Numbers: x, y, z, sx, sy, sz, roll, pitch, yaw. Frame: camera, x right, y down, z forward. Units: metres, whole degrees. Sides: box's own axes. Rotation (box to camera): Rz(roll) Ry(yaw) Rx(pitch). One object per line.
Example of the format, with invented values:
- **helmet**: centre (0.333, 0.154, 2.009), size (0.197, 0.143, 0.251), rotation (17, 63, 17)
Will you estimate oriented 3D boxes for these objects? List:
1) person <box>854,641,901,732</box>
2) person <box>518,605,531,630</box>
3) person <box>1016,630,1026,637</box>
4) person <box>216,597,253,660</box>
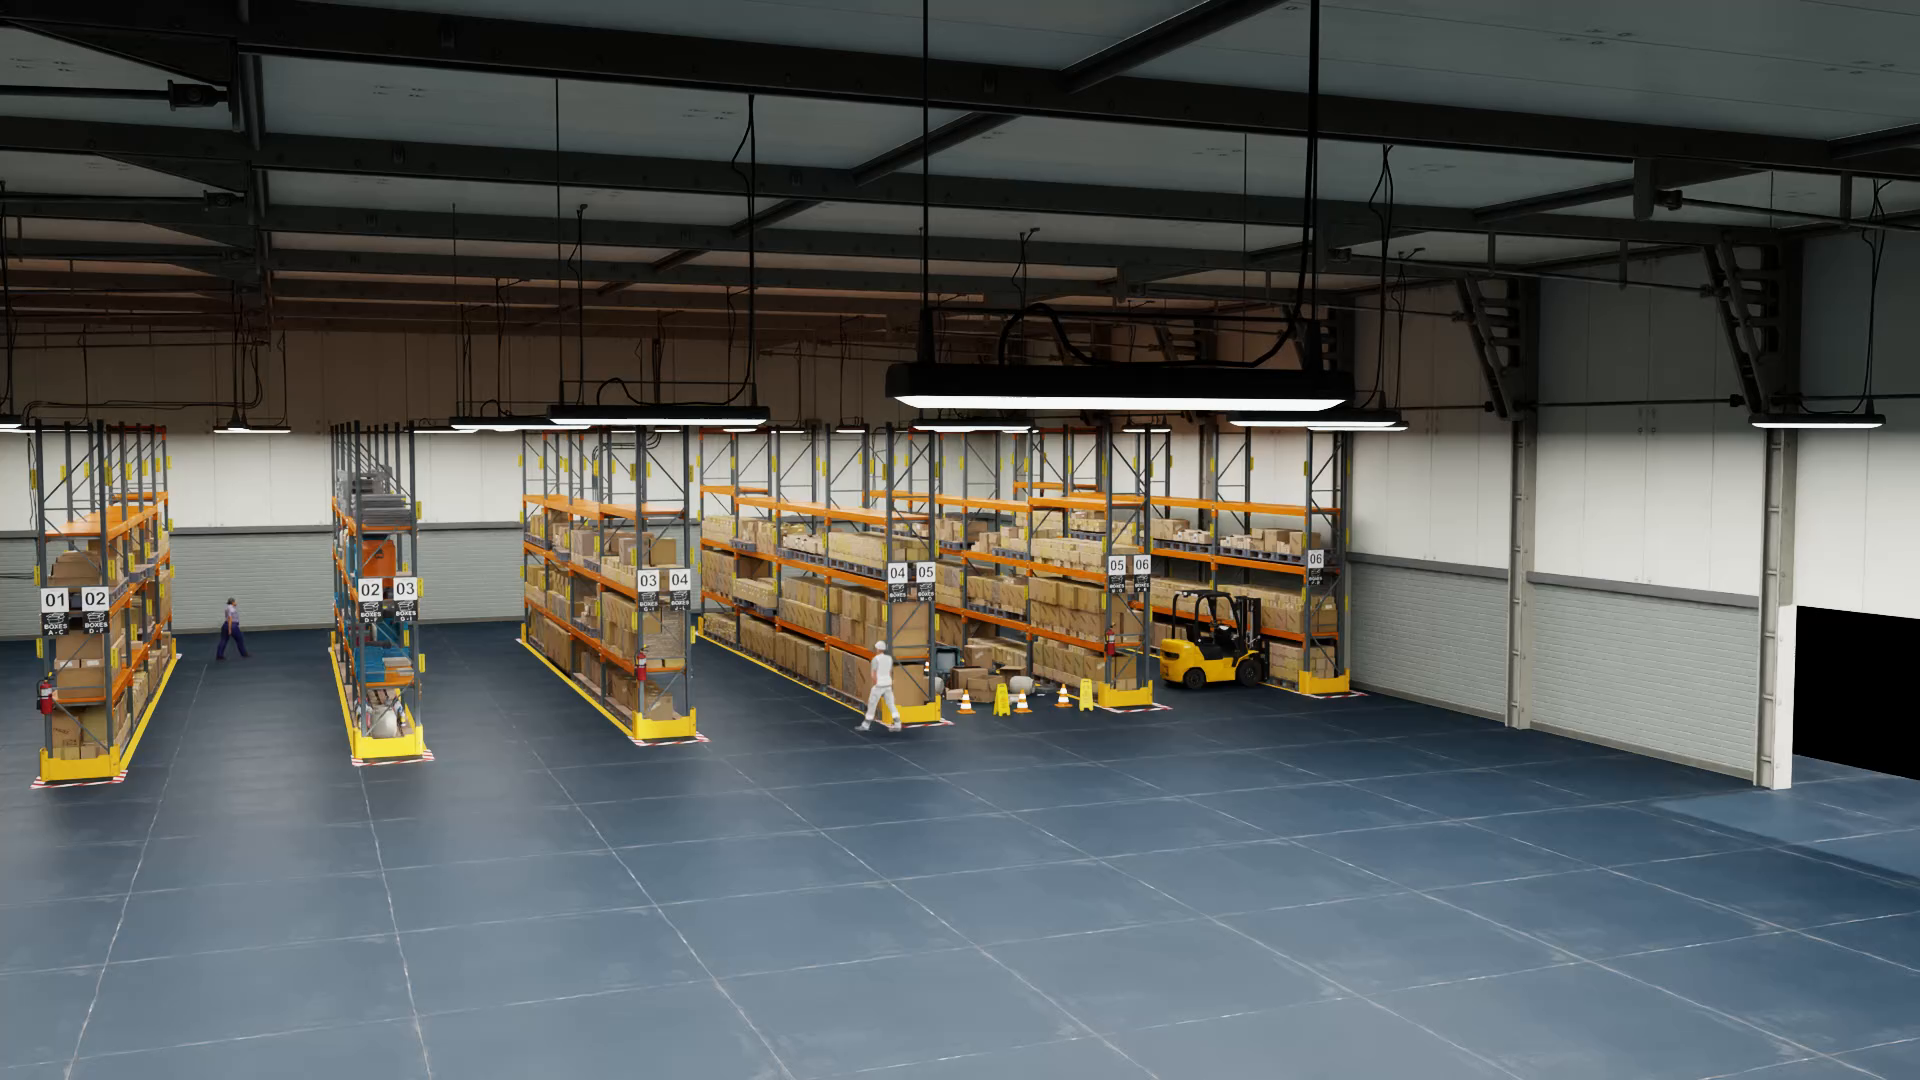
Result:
- **person**: centre (-1.555, 2.813, 32.060), size (0.945, 1.737, 0.560), rotation (3, 4, 37)
- **person**: centre (-12.465, 1.805, 48.955), size (1.122, 1.714, 0.551), rotation (-2, 4, -25)
- **person**: centre (1.743, 1.876, 47.461), size (0.464, 1.763, 0.587), rotation (2, 4, 29)
- **person**: centre (-18.637, 2.246, 42.568), size (0.468, 1.581, 0.977), rotation (2, 4, 24)
